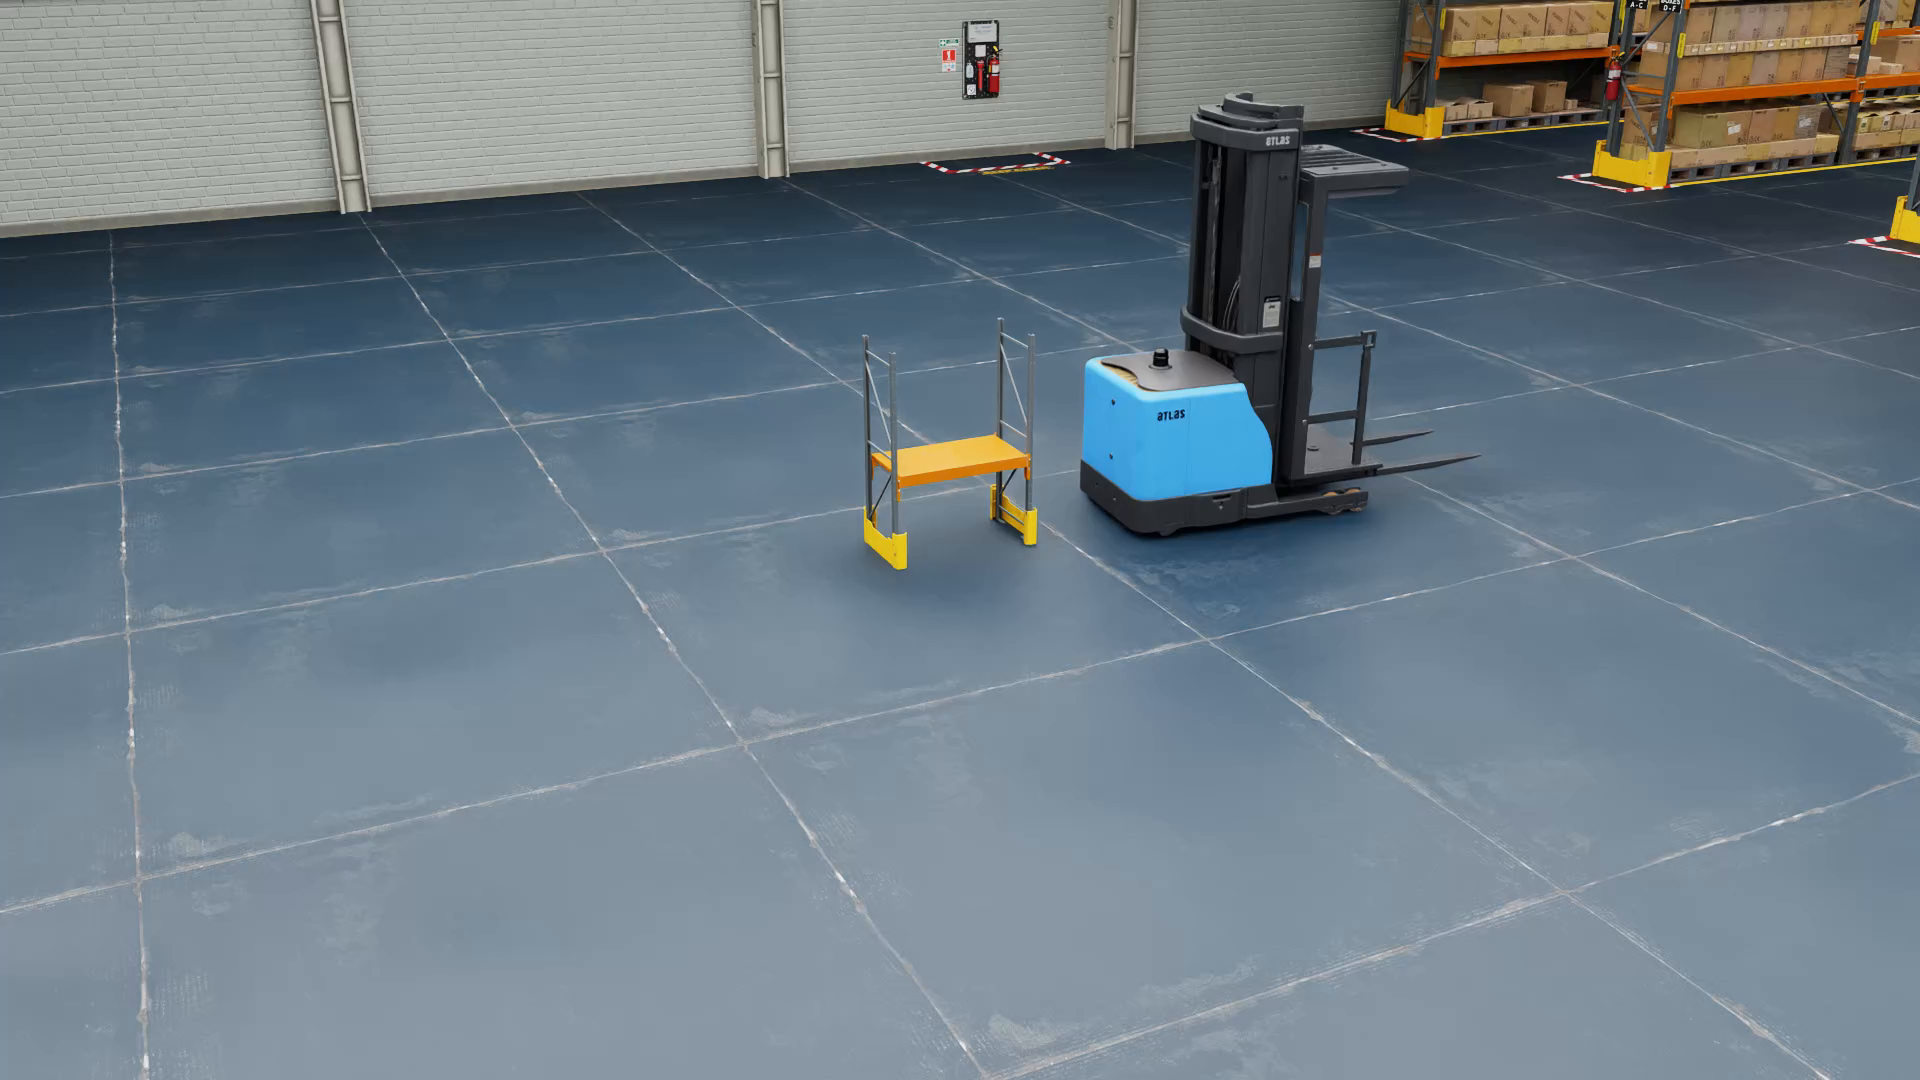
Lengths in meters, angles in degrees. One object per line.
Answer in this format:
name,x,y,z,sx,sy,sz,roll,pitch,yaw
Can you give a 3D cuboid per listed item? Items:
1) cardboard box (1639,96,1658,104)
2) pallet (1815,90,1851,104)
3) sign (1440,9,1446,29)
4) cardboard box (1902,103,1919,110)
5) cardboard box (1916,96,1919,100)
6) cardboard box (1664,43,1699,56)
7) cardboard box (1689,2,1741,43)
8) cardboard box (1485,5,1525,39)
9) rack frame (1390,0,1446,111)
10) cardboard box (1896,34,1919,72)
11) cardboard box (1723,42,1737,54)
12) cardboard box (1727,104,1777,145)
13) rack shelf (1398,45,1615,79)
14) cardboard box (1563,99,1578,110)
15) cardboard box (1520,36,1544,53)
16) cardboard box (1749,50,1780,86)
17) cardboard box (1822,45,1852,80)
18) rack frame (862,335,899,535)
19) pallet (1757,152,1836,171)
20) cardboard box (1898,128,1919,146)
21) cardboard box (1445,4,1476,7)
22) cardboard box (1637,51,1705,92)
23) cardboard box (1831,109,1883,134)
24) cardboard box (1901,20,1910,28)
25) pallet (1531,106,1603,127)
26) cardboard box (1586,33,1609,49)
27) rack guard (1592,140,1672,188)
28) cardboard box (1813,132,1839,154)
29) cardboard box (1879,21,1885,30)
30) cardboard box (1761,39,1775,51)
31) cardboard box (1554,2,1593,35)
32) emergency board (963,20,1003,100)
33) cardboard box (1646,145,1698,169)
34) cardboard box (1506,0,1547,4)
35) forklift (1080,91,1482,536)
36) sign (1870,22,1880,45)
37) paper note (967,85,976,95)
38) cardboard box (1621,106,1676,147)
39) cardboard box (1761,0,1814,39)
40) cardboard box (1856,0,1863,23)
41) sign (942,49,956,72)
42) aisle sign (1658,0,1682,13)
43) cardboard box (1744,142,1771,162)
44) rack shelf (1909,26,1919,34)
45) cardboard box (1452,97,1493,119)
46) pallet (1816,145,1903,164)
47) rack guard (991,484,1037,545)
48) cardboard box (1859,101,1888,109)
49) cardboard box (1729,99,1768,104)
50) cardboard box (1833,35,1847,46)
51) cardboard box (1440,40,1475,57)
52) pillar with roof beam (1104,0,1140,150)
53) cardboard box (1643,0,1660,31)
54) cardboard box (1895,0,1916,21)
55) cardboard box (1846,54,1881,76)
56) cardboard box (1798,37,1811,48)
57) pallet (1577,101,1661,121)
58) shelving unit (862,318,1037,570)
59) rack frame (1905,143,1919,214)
cardboard box,12.470,-8.365,30.730,0.500,0.500,0.700,-11,25,-25
pallet,16.815,-8.767,32.653,1.213,0.211,1.003,-10,25,-24
sign,8.001,-8.635,27.558,0.005,0.325,0.100,-10,25,-24
cardboard box,15.387,-6.800,26.569,0.500,0.311,0.500,-10,24,-22
cardboard box,16.057,-7.150,27.414,0.500,0.311,0.500,-11,25,-25
cardboard box,10.364,-7.053,23.887,0.250,0.149,0.380,-11,25,-24
cardboard box,10.863,-7.532,24.198,0.500,0.500,0.700,-11,25,-25
cardboard box,9.244,-8.847,28.389,0.500,0.500,0.500,-11,25,-25
rack frame,7.765,-8.422,28.175,0.127,3.000,1.000,-10,25,-24
cardboard box,15.147,-7.718,26.342,0.500,0.500,0.500,-10,25,-24
cardboard box,11.055,-7.179,24.193,0.250,0.149,0.380,-11,25,-24
cardboard box,11.850,-6.246,24.983,0.500,0.500,0.500,-10,25,-24
rack shelf,9.568,-8.422,29.114,4.000,0.370,1.077,-10,25,-24
cardboard box,10.901,-7.881,29.996,0.250,0.166,0.380,-14,26,-30
cardboard box,9.723,-8.590,28.751,0.500,0.250,0.500,-10,25,-23
cardboard box,11.737,-7.093,24.832,0.500,0.500,0.700,-10,24,-22
cardboard box,13.124,-7.350,25.453,0.500,0.500,0.700,-11,25,-25
rack frame,-0.535,-0.595,11.225,0.032,1.500,0.500,-10,25,-24
pallet,12.787,-5.974,25.905,1.213,0.211,1.003,-10,25,-24
cardboard box,14.919,-6.456,26.470,0.500,0.250,0.500,-11,25,-25
cardboard box,8.556,-8.940,28.616,0.500,0.500,0.500,-10,25,-23
cardboard box,10.343,-6.835,24.210,0.500,0.500,0.700,-10,25,-24
cardboard box,14.002,-6.545,25.952,0.500,0.311,0.500,-10,25,-23
cardboard box,18.396,-10.152,32.657,0.250,0.149,0.380,-10,25,-23
pallet,10.780,-7.674,30.013,1.213,0.211,1.003,-10,25,-24
cardboard box,11.074,-8.843,29.361,0.500,0.250,0.500,-10,25,-23
rack guard,9.896,-5.557,24.521,0.348,0.500,1.175,-10,25,-24
cardboard box,13.198,-6.151,25.733,0.500,0.250,0.500,-10,25,-24
cardboard box,17.714,-10.011,32.315,0.250,0.149,0.380,-10,25,-24
cardboard box,11.750,-7.307,24.502,0.250,0.149,0.380,-10,25,-23
cardboard box,10.631,-9.103,29.008,0.500,0.500,0.500,-11,25,-24
emergency board,0.371,-7.445,25.813,0.643,1.169,0.194,-10,25,-24
cardboard box,10.497,-5.652,24.528,0.500,0.250,0.500,-10,25,-24
cardboard box,9.936,-9.201,29.246,0.500,0.500,0.500,-10,24,-22
forklift,2.471,-1.717,12.066,3.031,2.935,1.130,-8,24,-19
sign,13.764,-7.625,25.013,0.005,0.325,0.100,-10,25,-24
paper note,0.182,-7.032,25.968,0.142,0.148,0.016,-10,25,-24
cardboard box,10.271,-6.177,24.817,0.500,0.500,0.500,-10,25,-24
cardboard box,12.218,-7.782,24.801,0.500,0.500,0.700,-10,25,-24
cardboard box,16.912,-10.189,31.898,0.500,0.500,0.500,-10,24,-22
sign,-0.171,-7.405,25.670,0.234,0.329,0.001,-10,25,-24
aisle sign,9.991,-7.801,23.274,0.004,0.787,0.394,-10,25,-24
cardboard box,11.849,-5.900,25.127,0.500,0.250,0.500,-10,25,-24
rack shelf,20.380,-10.412,33.923,4.000,0.370,1.077,-10,25,-24
cardboard box,8.942,-7.562,29.036,0.500,0.311,0.500,-8,24,-19
pallet,14.168,-6.227,26.516,1.213,0.211,1.003,-10,25,-24
rack guard,0.380,-0.185,11.871,0.087,0.250,0.587,-10,25,-24
cardboard box,14.679,-6.898,26.806,0.500,0.311,0.500,-11,25,-24
cardboard box,12.067,-6.515,25.631,0.500,0.500,0.500,-10,25,-24
cardboard box,13.146,-7.566,25.127,0.250,0.149,0.380,-11,25,-25
cardboard box,8.343,-8.334,28.131,0.500,0.250,0.500,-11,25,-25
pillar with roof beam,4.482,-9.130,22.040,0.400,9.000,9.100,-10,25,-24
cardboard box,12.350,-9.498,30.068,0.500,0.500,0.700,-8,24,-18
cardboard box,18.272,-10.442,32.509,0.500,0.500,0.500,-11,25,-24
cardboard box,13.946,-7.407,25.918,0.500,0.250,0.500,-9,24,-20
cardboard box,12.452,-7.438,24.819,0.250,0.149,0.380,-11,25,-24
pallet,12.071,-7.927,30.625,1.213,0.211,1.003,-10,25,-24
shelving unit,-0.069,-0.680,11.433,1.083,1.500,0.587,-10,25,-24
rack frame,12.062,-5.008,19.927,0.127,3.000,1.000,-10,25,-24
